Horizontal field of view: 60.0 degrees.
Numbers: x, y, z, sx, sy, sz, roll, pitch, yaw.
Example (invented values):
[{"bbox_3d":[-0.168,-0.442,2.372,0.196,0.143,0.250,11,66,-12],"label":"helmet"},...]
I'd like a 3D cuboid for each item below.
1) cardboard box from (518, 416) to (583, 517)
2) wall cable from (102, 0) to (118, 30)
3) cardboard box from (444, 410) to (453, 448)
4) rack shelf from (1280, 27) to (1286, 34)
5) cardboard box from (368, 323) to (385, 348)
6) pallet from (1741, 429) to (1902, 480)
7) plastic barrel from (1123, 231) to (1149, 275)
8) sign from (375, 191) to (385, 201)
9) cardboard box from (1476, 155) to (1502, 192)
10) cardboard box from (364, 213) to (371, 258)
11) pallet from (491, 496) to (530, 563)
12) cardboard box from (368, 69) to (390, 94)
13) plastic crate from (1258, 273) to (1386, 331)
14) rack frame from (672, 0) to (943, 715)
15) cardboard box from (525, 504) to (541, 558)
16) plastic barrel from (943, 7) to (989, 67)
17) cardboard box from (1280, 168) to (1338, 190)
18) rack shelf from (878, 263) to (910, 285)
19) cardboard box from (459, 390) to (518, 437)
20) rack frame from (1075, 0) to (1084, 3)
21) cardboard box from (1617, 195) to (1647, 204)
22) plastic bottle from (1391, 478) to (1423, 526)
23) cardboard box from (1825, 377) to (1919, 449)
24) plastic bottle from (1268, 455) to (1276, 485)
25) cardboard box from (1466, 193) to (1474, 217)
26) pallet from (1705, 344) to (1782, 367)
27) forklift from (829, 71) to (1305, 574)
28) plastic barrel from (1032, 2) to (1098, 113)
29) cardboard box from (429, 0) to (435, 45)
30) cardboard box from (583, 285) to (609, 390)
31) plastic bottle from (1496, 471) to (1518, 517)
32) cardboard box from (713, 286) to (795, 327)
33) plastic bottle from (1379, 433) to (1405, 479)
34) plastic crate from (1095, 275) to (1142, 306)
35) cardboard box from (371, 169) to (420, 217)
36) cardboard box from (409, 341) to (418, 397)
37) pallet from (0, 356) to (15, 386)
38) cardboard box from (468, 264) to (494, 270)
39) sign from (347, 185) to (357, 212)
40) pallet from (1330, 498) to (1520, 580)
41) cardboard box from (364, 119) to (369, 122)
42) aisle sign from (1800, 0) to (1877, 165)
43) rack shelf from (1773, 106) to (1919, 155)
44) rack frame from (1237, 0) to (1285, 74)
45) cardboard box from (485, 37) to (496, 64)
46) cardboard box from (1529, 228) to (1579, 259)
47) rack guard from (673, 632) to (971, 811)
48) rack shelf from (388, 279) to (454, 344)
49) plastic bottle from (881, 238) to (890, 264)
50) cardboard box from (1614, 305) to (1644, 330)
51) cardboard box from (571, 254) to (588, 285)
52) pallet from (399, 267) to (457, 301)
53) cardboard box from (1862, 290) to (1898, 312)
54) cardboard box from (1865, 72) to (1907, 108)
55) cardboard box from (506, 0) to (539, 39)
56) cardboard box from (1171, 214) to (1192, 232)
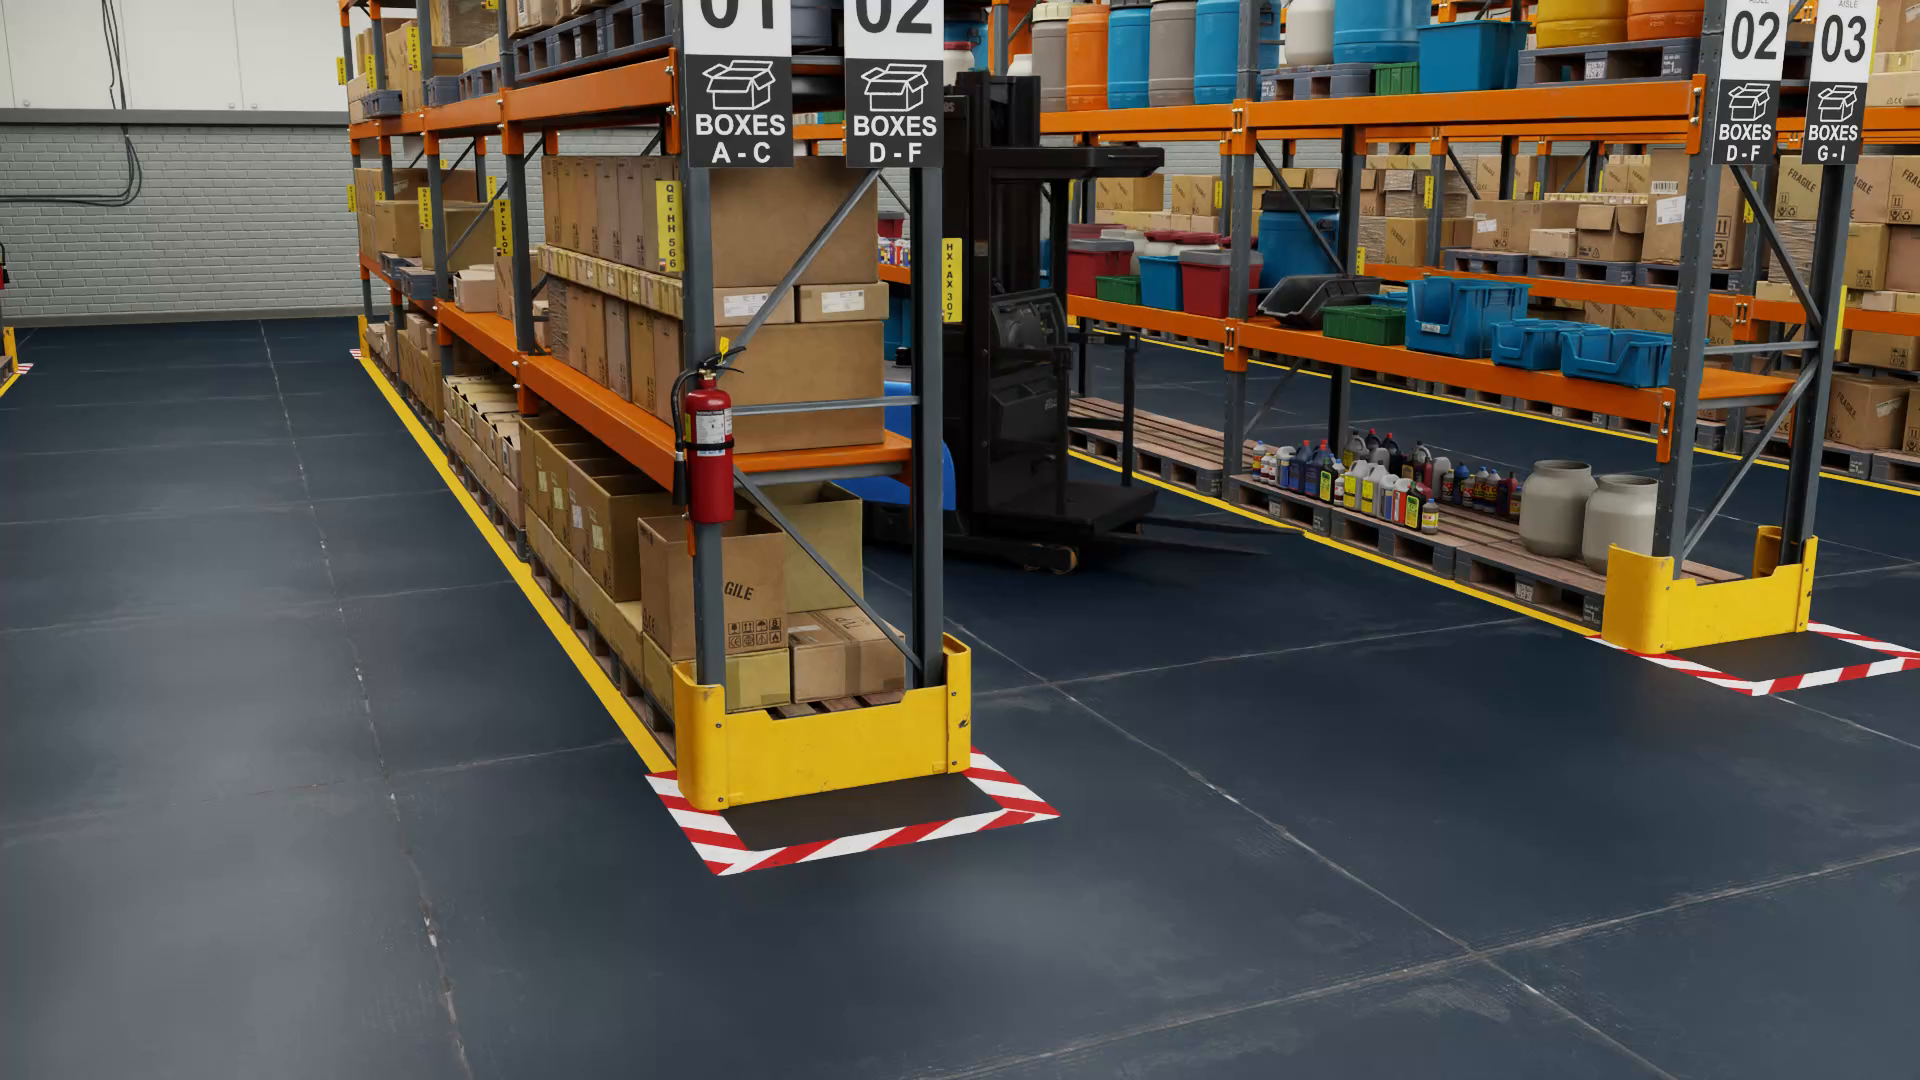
[{"bbox_3d":[-2.254,-0.443,9.636,0.500,0.500,0.500,-6,14,-23],"label":"cardboard box"},{"bbox_3d":[-10.956,-8.684,24.118,3.097,2.526,0.112,-6,14,-23],"label":"wall cable"},{"bbox_3d":[-3.814,-0.894,13.245,0.500,0.250,0.500,-6,14,-23],"label":"cardboard box"},{"bbox_3d":[2.920,-6.674,22.233,1.077,0.370,4.000,-6,14,-23],"label":"rack shelf"},{"bbox_3d":[-6.801,-2.450,19.924,0.500,0.250,0.500,-6,14,-23],"label":"cardboard box"},{"bbox_3d":[7.227,-0.737,13.585,1.003,0.211,1.213,-6,14,-23],"label":"pallet"},{"bbox_3d":[1.562,-2.384,14.271,0.421,0.512,0.421,0,13,0],"label":"plastic barrel"},{"bbox_3d":[-5.851,-3.361,16.819,0.100,0.325,0.005,-6,14,-23],"label":"sign"},{"bbox_3d":[7.658,-5.171,23.459,0.500,0.500,0.500,-6,14,-25],"label":"cardboard box"},{"bbox_3d":[-6.613,-3.539,19.288,0.500,0.500,0.500,-6,14,-23],"label":"cardboard box"},{"bbox_3d":[-2.483,-0.127,10.951,1.003,0.211,1.213,-6,14,-23],"label":"pallet"},{"bbox_3d":[-5.801,-4.698,17.086,0.500,0.250,0.500,-6,14,-23],"label":"cardboard box"},{"bbox_3d":[2.481,-1.634,11.414,0.767,0.338,0.504,-6,14,-23],"label":"plastic crate"},{"bbox_3d":[-0.550,-0.511,6.423,1.000,3.000,0.127,-6,14,-23],"label":"rack frame"},{"bbox_3d":[-2.245,-0.079,9.724,0.500,0.250,0.500,-6,14,-23],"label":"cardboard box"},{"bbox_3d":[0.007,-5.008,17.159,0.600,0.901,0.708,-6,14,-23],"label":"plastic barrel"},{"bbox_3d":[4.249,-4.147,19.689,0.797,0.503,0.637,-5,14,-22],"label":"cardboard box"},{"bbox_3d":[-0.016,-2.673,17.361,1.077,0.370,4.000,-6,14,-23],"label":"rack shelf"},{"bbox_3d":[-3.394,-0.953,12.260,0.500,0.311,0.500,-6,14,-24],"label":"cardboard box"},{"bbox_3d":[2.119,-7.633,23.892,1.000,3.000,0.127,-6,14,-23],"label":"rack frame"},{"bbox_3d":[8.562,-4.293,21.072,0.380,0.149,0.250,-5,14,-21],"label":"cardboard box"},{"bbox_3d":[2.777,-0.239,10.314,0.152,0.276,0.135,-6,14,-23],"label":"plastic bottle"},{"bbox_3d":[7.286,-1.014,13.210,0.500,0.500,0.500,-1,13,-5],"label":"cardboard box"},{"bbox_3d":[2.195,-0.487,11.552,0.097,0.201,0.097,0,13,0],"label":"plastic bottle"},{"bbox_3d":[7.449,-4.789,24.029,0.500,0.500,0.500,-6,14,-23],"label":"cardboard box"},{"bbox_3d":[9.597,-2.287,20.285,1.003,0.211,1.213,-6,14,-23],"label":"pallet"},{"bbox_3d":[0.611,-1.358,10.236,3.031,2.935,1.130,7,15,28],"label":"forklift"},{"bbox_3d":[0.915,-4.126,14.282,0.600,0.901,0.600,0,13,0],"label":"plastic barrel"},{"bbox_3d":[-4.332,-4.462,14.405,0.500,0.500,0.500,-6,14,-23],"label":"cardboard box"},{"bbox_3d":[-1.554,-1.082,8.671,0.700,0.500,0.500,-5,14,-22],"label":"cardboard box"},{"bbox_3d":[3.475,-0.299,10.559,0.061,0.283,0.133,-5,14,-22],"label":"plastic bottle"},{"bbox_3d":[-0.878,-0.937,6.605,0.380,0.149,0.250,-6,14,-24],"label":"cardboard box"},{"bbox_3d":[2.986,-0.561,11.539,0.144,0.351,0.185,-6,15,-26],"label":"plastic bottle"},{"bbox_3d":[1.431,-2.015,13.392,0.450,0.188,0.662,-6,14,-23],"label":"plastic crate"},{"bbox_3d":[-6.005,-3.712,17.818,0.500,0.500,0.500,-6,14,-24],"label":"cardboard box"},{"bbox_3d":[-4.969,-1.651,15.920,0.500,0.500,0.500,-5,14,-22],"label":"cardboard box"},{"bbox_3d":[-11.105,-1.851,18.401,1.003,0.211,1.213,-6,14,-23],"label":"pallet"},{"bbox_3d":[-3.649,-2.041,13.233,0.500,0.311,0.500,-5,14,-19],"label":"cardboard box"},{"bbox_3d":[-7.457,-4.189,20.396,0.100,0.325,0.005,-6,14,-23],"label":"sign"},{"bbox_3d":[3.111,-0.030,10.532,1.003,0.211,1.213,-6,14,-23],"label":"pallet"},{"bbox_3d":[-6.194,-4.661,18.038,0.500,0.250,0.500,-6,14,-23],"label":"cardboard box"},{"bbox_3d":[4.287,-2.235,8.110,0.394,0.787,0.004,-6,14,-23],"label":"aisle sign"},{"bbox_3d":[7.727,-2.929,11.814,1.077,0.370,4.000,-6,14,-23],"label":"rack shelf"},{"bbox_3d":[2.388,-4.706,11.247,1.000,3.000,0.127,-6,14,-23],"label":"rack frame"},{"bbox_3d":[-3.076,-3.442,11.837,0.500,0.250,0.500,-6,14,-24],"label":"cardboard box"},{"bbox_3d":[5.784,-2.822,15.811,0.500,0.250,0.500,-6,14,-25],"label":"cardboard box"},{"bbox_3d":[-0.541,0.712,6.684,1.175,0.500,0.348,-6,14,-23],"label":"rack guard"},{"bbox_3d":[-4.556,-2.226,15.431,1.077,0.370,4.000,-6,14,-23],"label":"rack shelf"},{"bbox_3d":[-0.813,-3.142,18.077,0.097,0.271,0.097,0,13,0],"label":"plastic bottle"},{"bbox_3d":[8.795,-2.905,21.381,0.500,0.500,0.500,-5,14,-22],"label":"cardboard box"},{"bbox_3d":[-1.812,-1.418,8.683,0.380,0.149,0.250,-6,14,-25],"label":"cardboard box"},{"bbox_3d":[-4.091,-2.204,14.164,1.213,0.211,1.003,-6,14,-23],"label":"pallet"},{"bbox_3d":[7.121,-1.829,12.676,0.380,0.149,0.250,-6,14,-23],"label":"cardboard box"},{"bbox_3d":[7.088,-3.394,12.563,0.500,0.250,0.500,-6,14,-23],"label":"cardboard box"},{"bbox_3d":[-2.192,-2.992,9.029,0.500,0.500,0.500,-4,14,-18],"label":"cardboard box"},{"bbox_3d":[3.094,-4.130,21.734,0.500,0.250,0.500,-5,14,-21],"label":"cardboard box"}]
